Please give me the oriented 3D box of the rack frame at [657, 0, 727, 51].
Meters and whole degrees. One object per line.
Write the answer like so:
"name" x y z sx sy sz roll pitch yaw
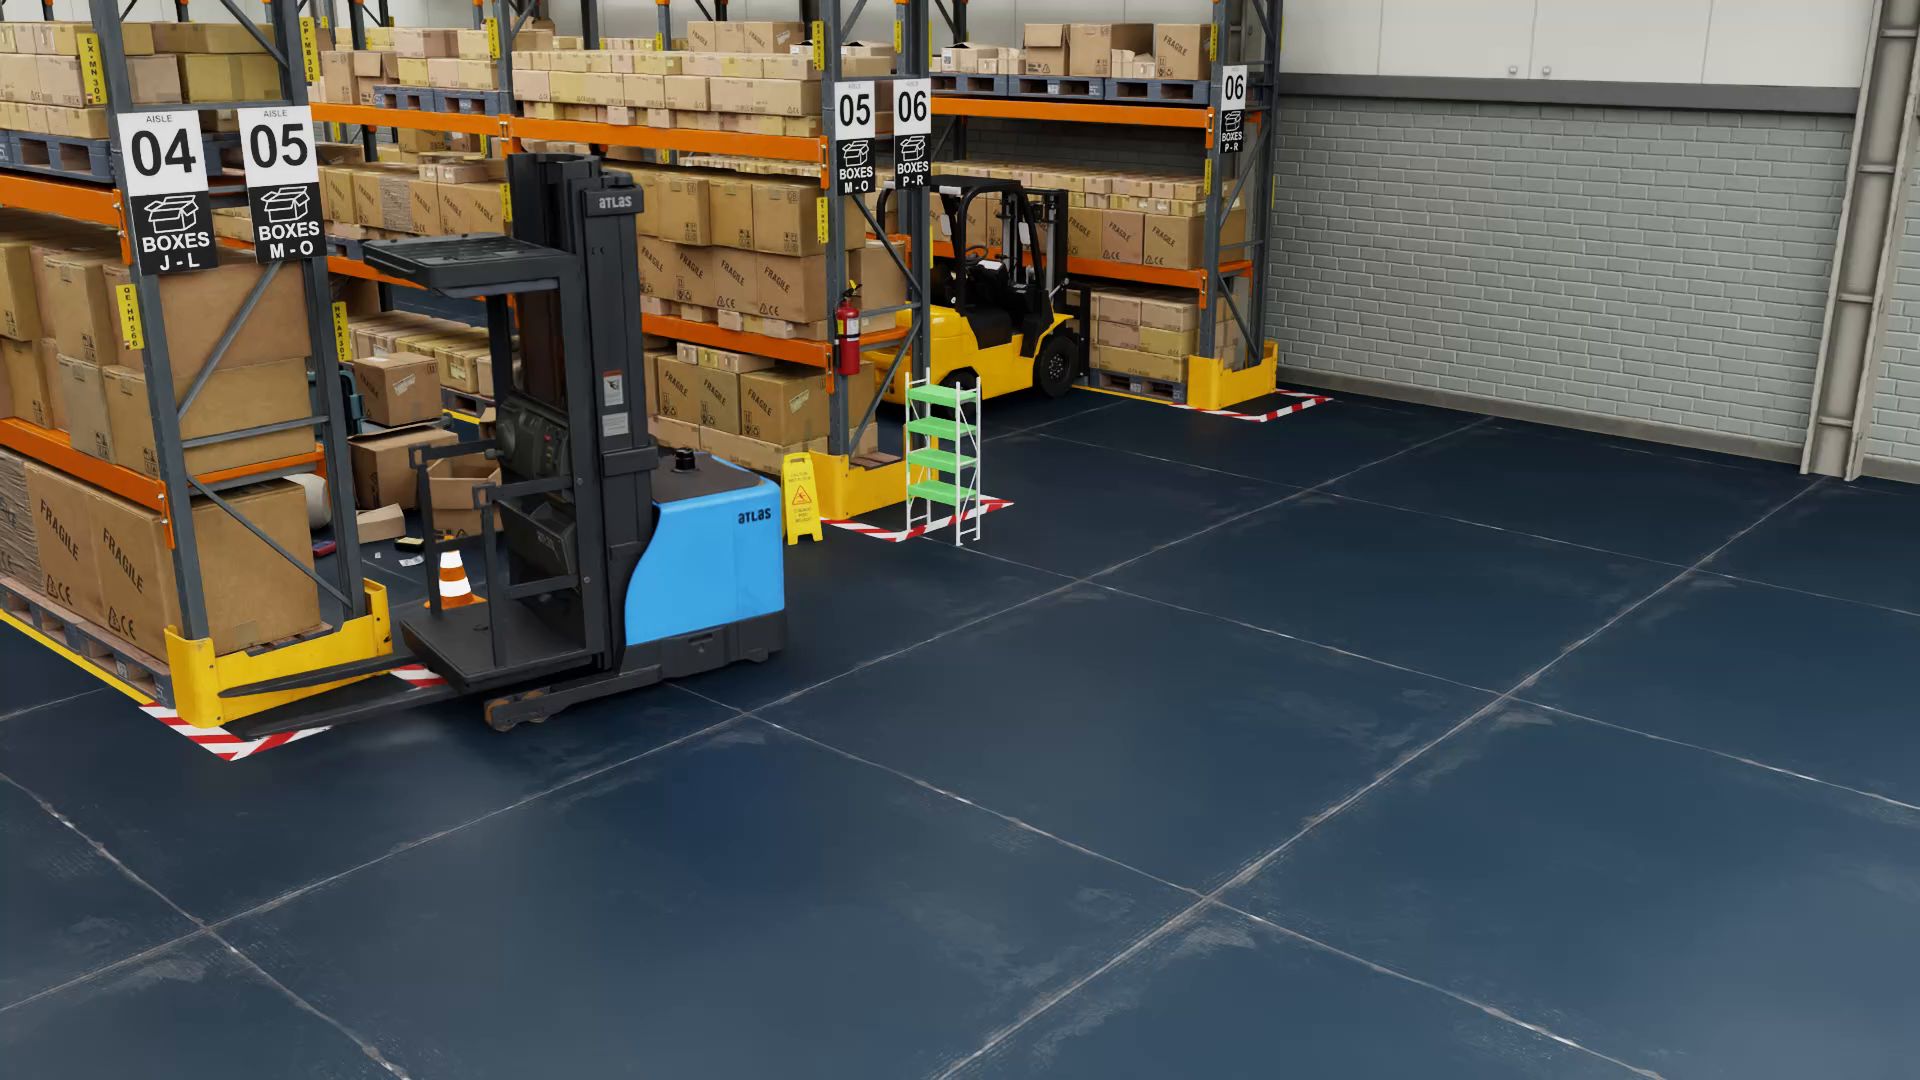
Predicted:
"rack frame" -3.296 -7.310 20.270 0.127 3.000 1.000 15 23 39

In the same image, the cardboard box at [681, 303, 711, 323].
"cardboard box" -2.029 -1.869 13.456 0.250 0.149 0.380 15 23 39

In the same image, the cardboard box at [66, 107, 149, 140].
"cardboard box" -4.288 -2.128 8.456 0.250 0.149 0.380 15 23 39

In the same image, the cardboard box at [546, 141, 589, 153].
"cardboard box" -5.100 -5.092 22.340 0.500 0.500 0.700 15 23 39

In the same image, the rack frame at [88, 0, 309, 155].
"rack frame" -3.815 -3.440 8.075 0.127 3.000 1.000 15 23 39

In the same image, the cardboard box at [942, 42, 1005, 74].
"cardboard box" 0.156 -5.061 17.428 0.500 0.311 0.500 16 23 40

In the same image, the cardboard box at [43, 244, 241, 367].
"cardboard box" -4.539 -1.340 9.341 0.550 0.550 0.875 15 23 39

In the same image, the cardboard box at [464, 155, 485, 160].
"cardboard box" -6.831 -5.371 23.834 0.500 0.250 0.500 16 23 41

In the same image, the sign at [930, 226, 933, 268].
"sign" -0.245 -2.256 12.831 0.005 0.325 0.100 15 23 39

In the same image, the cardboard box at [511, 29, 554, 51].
"cardboard box" -4.147 -4.626 15.499 0.500 0.250 0.500 14 23 38

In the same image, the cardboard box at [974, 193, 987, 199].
"cardboard box" 0.303 -3.717 17.627 0.250 0.149 0.380 16 23 40

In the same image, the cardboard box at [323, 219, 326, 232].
"cardboard box" -6.468 -3.300 17.273 0.250 0.149 0.380 13 22 36

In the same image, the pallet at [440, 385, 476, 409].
"pallet" -5.096 -1.596 16.791 1.213 0.211 1.003 15 23 39

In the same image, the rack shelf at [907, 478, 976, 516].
"rack shelf" -0.124 -0.316 12.127 0.480 0.148 0.258 15 23 39

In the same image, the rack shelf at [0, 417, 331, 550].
"rack shelf" -5.311 -0.639 10.356 4.000 0.370 1.077 15 23 39

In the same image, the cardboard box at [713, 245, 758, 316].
"cardboard box" -1.565 -2.058 12.982 0.500 0.500 0.500 15 23 39

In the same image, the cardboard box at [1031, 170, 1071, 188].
"cardboard box" 0.951 -3.728 17.172 0.250 0.149 0.380 15 23 39

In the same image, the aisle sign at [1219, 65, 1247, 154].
"aisle sign" 2.542 -4.004 15.472 0.004 0.787 0.394 15 23 39

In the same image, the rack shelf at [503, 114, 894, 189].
"rack shelf" -2.100 -3.209 13.495 4.000 0.370 1.077 15 23 39

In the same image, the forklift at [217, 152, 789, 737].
"forklift" -2.513 -0.556 9.019 3.031 2.935 1.130 -12 21 -34

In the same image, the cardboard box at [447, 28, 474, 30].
"cardboard box" -6.825 -7.039 23.304 0.500 0.250 0.500 15 23 39

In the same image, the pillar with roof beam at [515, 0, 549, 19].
"pillar with roof beam" -9.068 -7.483 20.815 0.400 9.000 9.100 15 23 39

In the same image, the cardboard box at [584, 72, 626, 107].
"cardboard box" -2.691 -3.669 13.510 0.500 0.250 0.500 15 23 40

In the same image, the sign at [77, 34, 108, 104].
"sign" -4.185 -2.275 8.028 0.005 0.325 0.100 15 23 39

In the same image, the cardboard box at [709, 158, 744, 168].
"cardboard box" -2.844 -4.578 20.340 0.250 0.149 0.380 16 24 41

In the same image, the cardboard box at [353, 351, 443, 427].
"cardboard box" -4.755 -1.285 14.081 0.500 0.500 0.500 15 23 39

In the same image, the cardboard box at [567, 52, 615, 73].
"cardboard box" -2.993 -3.917 13.635 0.250 0.149 0.380 15 23 39

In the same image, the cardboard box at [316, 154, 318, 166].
"cardboard box" -7.148 -3.896 17.611 0.500 0.500 0.500 14 23 38

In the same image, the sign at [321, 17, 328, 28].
"sign" -9.640 -7.781 25.266 0.005 0.325 0.100 15 23 39

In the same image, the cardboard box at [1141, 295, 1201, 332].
"cardboard box" 2.136 -2.233 16.386 0.500 0.250 0.500 16 24 41

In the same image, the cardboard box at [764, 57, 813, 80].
"cardboard box" -1.221 -3.472 12.233 0.250 0.149 0.380 16 23 40

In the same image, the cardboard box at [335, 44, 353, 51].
"cardboard box" -9.129 -7.406 25.287 0.500 0.250 0.500 15 23 39

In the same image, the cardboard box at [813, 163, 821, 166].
"cardboard box" -1.534 -4.440 19.906 0.250 0.149 0.380 15 23 40

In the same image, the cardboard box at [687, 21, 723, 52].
"cardboard box" -2.916 -5.975 19.998 0.500 0.500 0.500 15 23 40

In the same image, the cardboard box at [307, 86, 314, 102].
"cardboard box" -6.465 -4.535 16.900 0.250 0.149 0.380 15 23 39

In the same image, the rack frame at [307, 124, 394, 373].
"rack frame" -6.588 -3.327 17.636 0.127 3.000 1.000 15 23 39

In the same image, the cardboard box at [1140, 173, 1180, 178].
"cardboard box" 2.023 -3.622 16.836 0.250 0.149 0.380 15 23 40

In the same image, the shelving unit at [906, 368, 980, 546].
"shelving unit" -0.124 -0.605 12.035 0.503 1.200 0.258 15 23 39

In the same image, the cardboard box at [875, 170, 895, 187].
"cardboard box" -0.912 -4.071 18.742 0.250 0.149 0.380 15 23 38

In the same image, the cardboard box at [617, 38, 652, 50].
"cardboard box" -4.109 -6.262 21.021 0.250 0.149 0.380 14 22 37

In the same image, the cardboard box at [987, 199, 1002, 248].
"cardboard box" 0.634 -3.345 17.527 0.500 0.500 0.500 15 23 39

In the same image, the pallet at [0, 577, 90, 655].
"pallet" -5.373 0.361 10.626 1.213 0.211 1.003 15 23 39

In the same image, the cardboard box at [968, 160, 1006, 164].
"cardboard box" 0.295 -4.091 18.313 0.250 0.149 0.380 14 23 38

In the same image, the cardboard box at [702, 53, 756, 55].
"cardboard box" -1.852 -3.841 13.394 0.250 0.149 0.380 16 23 40

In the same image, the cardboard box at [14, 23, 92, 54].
"cardboard box" -4.669 -2.611 8.660 0.250 0.149 0.380 16 23 40

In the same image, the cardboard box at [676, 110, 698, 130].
"cardboard box" -1.996 -3.303 13.016 0.250 0.149 0.380 14 22 38

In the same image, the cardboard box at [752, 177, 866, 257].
"cardboard box" -1.132 -2.440 12.531 0.500 0.500 0.700 14 23 38

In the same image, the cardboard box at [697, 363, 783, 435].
"cardboard box" -1.769 -1.174 13.463 0.500 0.500 0.500 16 24 41

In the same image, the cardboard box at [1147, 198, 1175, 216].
"cardboard box" 2.031 -3.252 16.163 0.250 0.149 0.380 16 23 40

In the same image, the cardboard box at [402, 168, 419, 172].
"cardboard box" -5.291 -3.486 16.786 0.500 0.500 0.500 13 22 36

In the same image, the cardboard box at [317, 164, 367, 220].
"cardboard box" -6.405 -3.574 17.063 0.500 0.500 0.500 14 22 38

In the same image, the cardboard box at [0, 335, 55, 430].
"cardboard box" -5.307 -1.060 10.244 0.500 0.550 0.875 15 23 39

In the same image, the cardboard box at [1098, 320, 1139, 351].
"cardboard box" 1.748 -2.103 16.803 0.500 0.250 0.500 15 23 39
